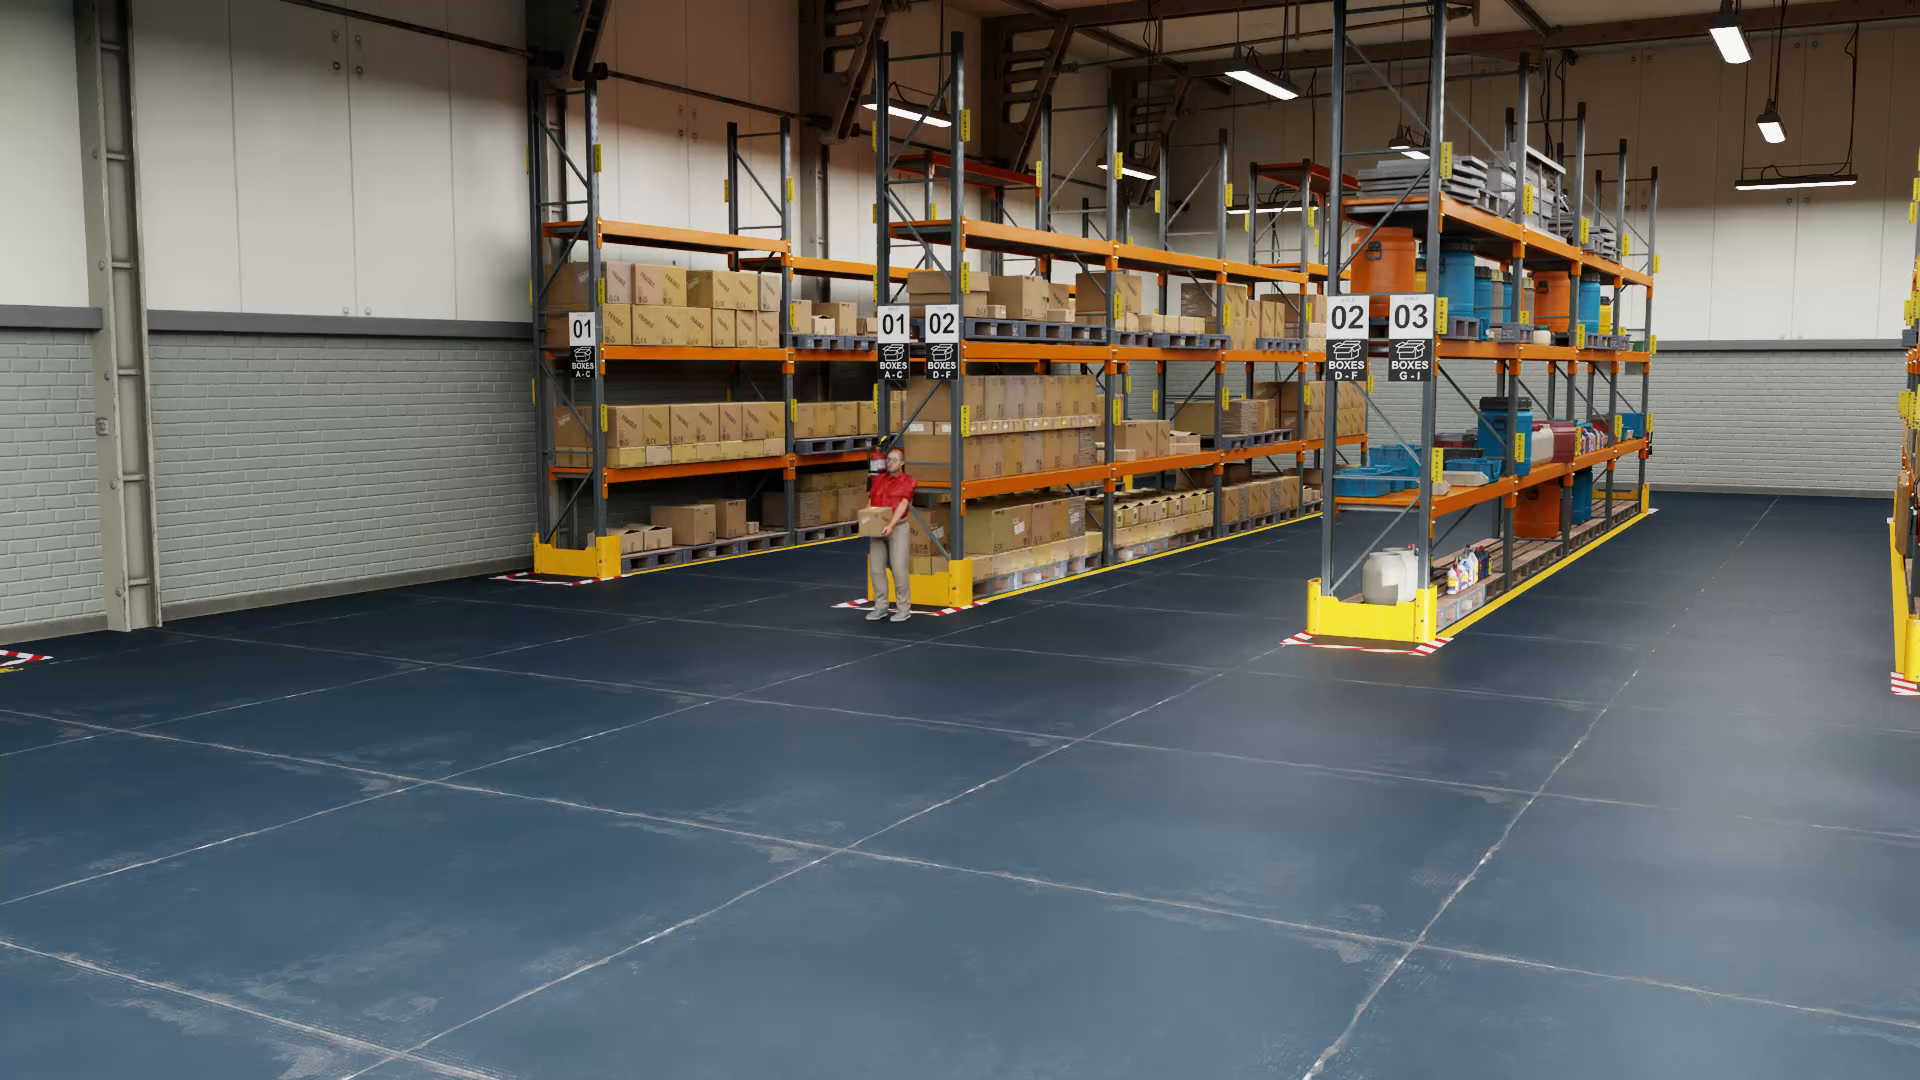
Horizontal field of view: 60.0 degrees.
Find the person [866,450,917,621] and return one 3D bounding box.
[{"bbox_3d":[-0.734,-0.042,16.684,0.494,1.714,0.530,3,7,30],"label":"person"}]
